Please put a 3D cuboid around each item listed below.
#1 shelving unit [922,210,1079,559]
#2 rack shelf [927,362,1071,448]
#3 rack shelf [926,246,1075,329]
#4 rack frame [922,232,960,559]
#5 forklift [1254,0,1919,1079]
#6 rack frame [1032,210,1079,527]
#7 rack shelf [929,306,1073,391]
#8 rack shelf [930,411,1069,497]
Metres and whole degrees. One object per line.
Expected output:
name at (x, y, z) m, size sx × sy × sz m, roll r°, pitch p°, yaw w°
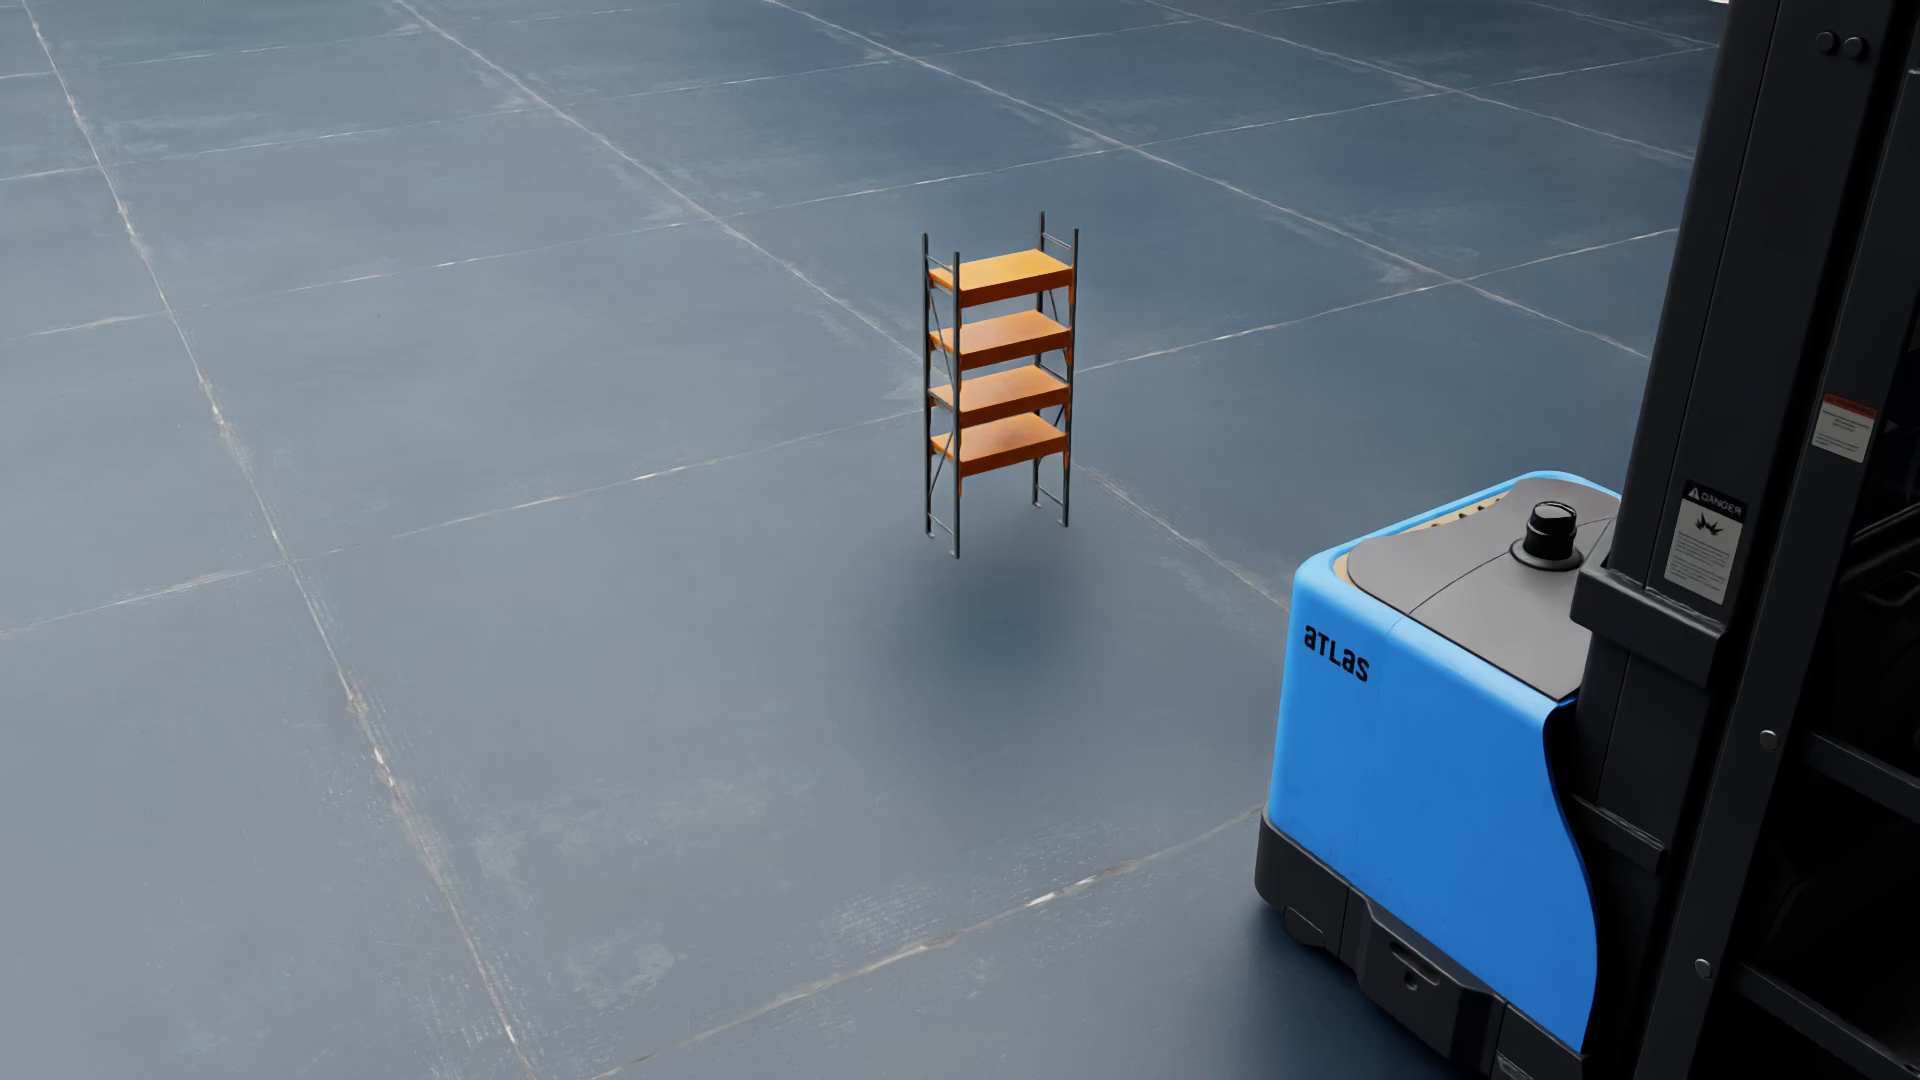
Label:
shelving unit at (0.143, -0.566, 6.154) m, size 0.503 × 1.200 × 0.258 m, roll -16°, pitch 33°, yaw -26°
rack shelf at (0.143, -0.507, 6.186) m, size 0.480 × 0.148 × 0.258 m, roll -16°, pitch 33°, yaw -26°
rack shelf at (0.143, -0.910, 5.964) m, size 0.480 × 0.148 × 0.258 m, roll -16°, pitch 33°, yaw -26°
rack frame at (-0.068, -0.506, 6.045) m, size 0.015 × 1.200 × 0.240 m, roll -16°, pitch 33°, yaw -26°
forklift at (2.046, 0.166, 3.036) m, size 1.130 × 2.935 × 3.031 m, roll -18°, pitch 34°, yaw -30°
rack frame at (0.353, -0.626, 6.262) m, size 0.015 × 1.200 × 0.240 m, roll -16°, pitch 33°, yaw -26°
rack shelf at (0.143, -0.703, 6.078) m, size 0.480 × 0.148 × 0.258 m, roll -16°, pitch 33°, yaw -26°
rack shelf at (0.143, -0.333, 6.282) m, size 0.480 × 0.148 × 0.258 m, roll -16°, pitch 33°, yaw -26°
